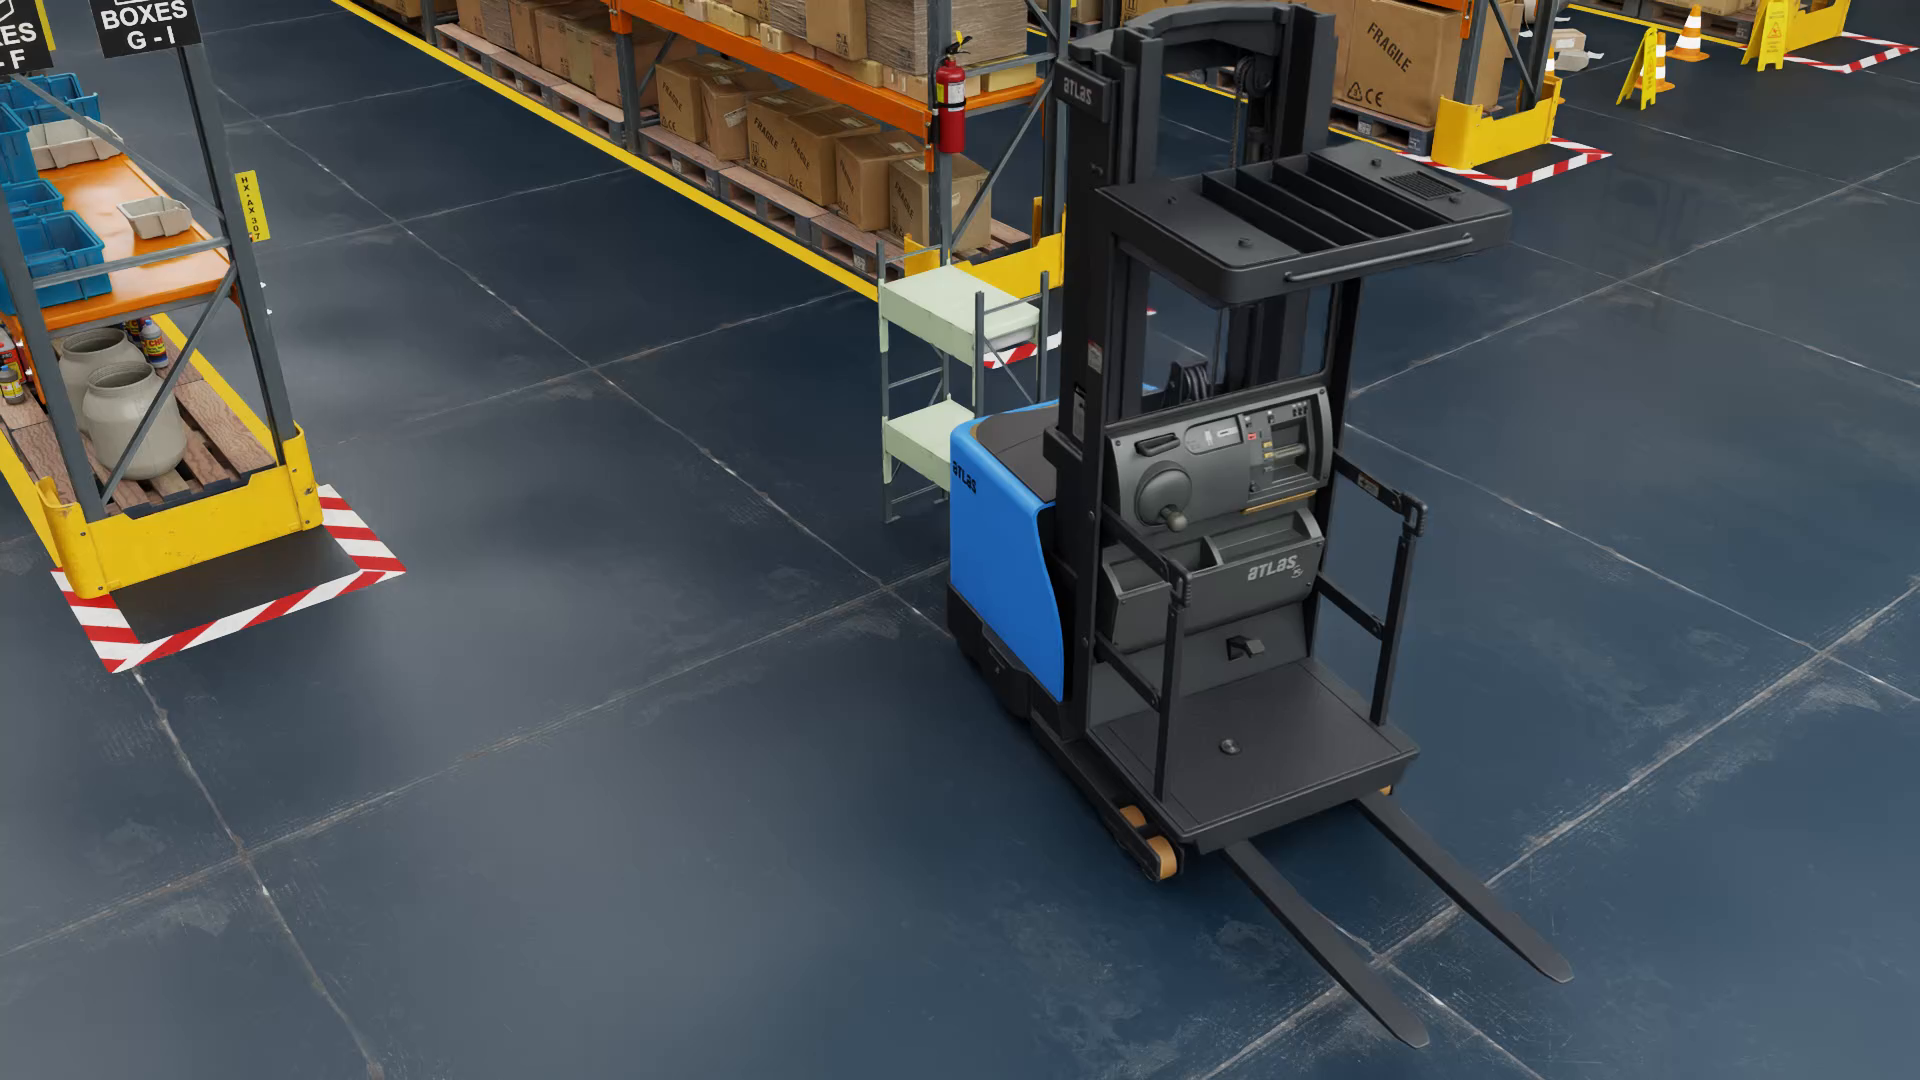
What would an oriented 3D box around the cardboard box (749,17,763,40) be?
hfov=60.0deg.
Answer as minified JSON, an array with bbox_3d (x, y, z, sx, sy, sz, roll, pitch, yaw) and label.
[{"bbox_3d":[-1.200,-3.493,11.268,0.380,0.149,0.250,-22,38,-31],"label":"cardboard box"}]

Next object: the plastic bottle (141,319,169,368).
[{"bbox_3d":[-4.539,-1.111,9.365,0.097,0.271,0.097,0,32,0],"label":"plastic bottle"}]

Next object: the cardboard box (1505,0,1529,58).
[{"bbox_3d":[4.990,-4.888,15.643,0.637,0.503,0.797,6,32,10],"label":"cardboard box"}]

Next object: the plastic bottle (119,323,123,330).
[{"bbox_3d":[-4.935,-1.380,9.798,0.097,0.271,0.097,0,32,0],"label":"plastic bottle"}]

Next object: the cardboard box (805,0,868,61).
[{"bbox_3d":[-0.478,-3.406,10.514,0.875,0.500,0.500,-22,38,-31],"label":"cardboard box"}]

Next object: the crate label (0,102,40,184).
[{"bbox_3d":[-5.016,-1.922,8.467,0.502,0.435,0.616,-22,38,-31],"label":"crate label"}]

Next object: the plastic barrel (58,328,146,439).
[{"bbox_3d":[-4.445,-0.807,8.666,0.421,0.512,0.421,0,32,0],"label":"plastic barrel"}]

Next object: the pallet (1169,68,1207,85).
[{"bbox_3d":[2.171,-4.532,15.347,1.003,0.211,1.213,-22,38,-31],"label":"pallet"}]

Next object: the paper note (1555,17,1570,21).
[{"bbox_3d":[5.999,-5.204,16.599,0.148,0.019,0.142,18,36,27],"label":"paper note"}]

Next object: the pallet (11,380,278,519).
[{"bbox_3d":[-4.251,-0.399,8.693,1.003,0.211,1.213,-22,38,-31],"label":"pallet"}]

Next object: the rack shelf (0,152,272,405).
[{"bbox_3d":[-4.900,-1.755,8.914,1.077,0.370,4.000,-22,38,-31],"label":"rack shelf"}]

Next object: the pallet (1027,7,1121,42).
[{"bbox_3d":[1.233,-5.172,16.377,1.003,0.211,1.213,-22,38,-31],"label":"pallet"}]

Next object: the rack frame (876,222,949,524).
[{"bbox_3d":[-0.220,-0.787,8.095,0.400,1.500,0.023,-22,38,-31],"label":"rack frame"}]

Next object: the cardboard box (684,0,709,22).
[{"bbox_3d":[-1.720,-3.781,11.732,0.380,0.149,0.250,-22,38,-31],"label":"cardboard box"}]

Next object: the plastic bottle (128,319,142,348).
[{"bbox_3d":[-4.749,-1.254,9.595,0.097,0.271,0.097,0,32,0],"label":"plastic bottle"}]

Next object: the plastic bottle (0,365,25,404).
[{"bbox_3d":[-5.146,-0.849,9.009,0.097,0.201,0.097,0,32,0],"label":"plastic bottle"}]

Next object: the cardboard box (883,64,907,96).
[{"bbox_3d":[-0.252,-2.879,10.281,0.380,0.149,0.250,-22,38,-31],"label":"cardboard box"}]

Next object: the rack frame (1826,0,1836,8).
[{"bbox_3d":[8.067,-6.036,15.125,1.000,3.000,0.127,-22,38,-31],"label":"rack frame"}]

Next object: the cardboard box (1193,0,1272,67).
[{"bbox_3d":[2.652,-4.676,14.551,0.875,0.875,0.875,-22,38,-31],"label":"cardboard box"}]

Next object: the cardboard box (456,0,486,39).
[{"bbox_3d":[-4.240,-5.016,15.435,0.700,0.500,0.500,-25,39,-34],"label":"cardboard box"}]

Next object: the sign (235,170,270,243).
[{"bbox_3d":[-3.236,-1.521,7.593,0.100,0.325,0.005,-22,38,-31],"label":"sign"}]

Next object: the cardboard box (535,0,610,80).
[{"bbox_3d":[-3.194,-4.322,14.318,0.700,0.500,0.500,-26,40,-35],"label":"cardboard box"}]

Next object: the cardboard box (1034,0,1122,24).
[{"bbox_3d":[1.314,-5.511,16.015,1.050,0.750,0.750,-22,38,-32],"label":"cardboard box"}]

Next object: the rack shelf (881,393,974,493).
[{"bbox_3d":[0.004,-0.357,8.022,0.431,0.370,0.720,-22,38,-31],"label":"rack shelf"}]

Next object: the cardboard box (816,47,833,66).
[{"bbox_3d":[-0.707,-3.193,10.787,0.380,0.149,0.250,-22,38,-31],"label":"cardboard box"}]

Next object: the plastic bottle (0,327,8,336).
[{"bbox_3d":[-5.364,-1.052,9.266,0.152,0.276,0.135,-23,39,-33],"label":"plastic bottle"}]

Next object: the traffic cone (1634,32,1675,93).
[{"bbox_3d":[6.116,-4.219,14.604,0.336,0.463,0.334,-22,38,-31],"label":"traffic cone"}]

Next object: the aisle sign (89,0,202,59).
[{"bbox_3d":[-3.398,-2.396,6.801,0.394,0.787,0.004,-22,38,-31],"label":"aisle sign"}]

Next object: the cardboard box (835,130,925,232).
[{"bbox_3d":[-0.524,-2.450,11.322,0.500,0.500,0.500,-12,34,-19],"label":"cardboard box"}]

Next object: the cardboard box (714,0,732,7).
[{"bbox_3d":[-1.322,-4.062,11.571,0.875,0.500,0.500,-22,38,-31],"label":"cardboard box"}]

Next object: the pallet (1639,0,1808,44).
[{"bbox_3d":[7.550,-5.233,16.475,1.003,0.211,1.213,-22,38,-31],"label":"pallet"}]

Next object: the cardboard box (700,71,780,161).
[{"bbox_3d":[-1.643,-3.197,12.526,0.500,0.500,0.500,-11,33,-16],"label":"cardboard box"}]

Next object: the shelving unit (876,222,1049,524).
[{"bbox_3d":[0.004,-0.634,7.850,0.431,1.500,0.755,-22,38,-31],"label":"shelving unit"}]

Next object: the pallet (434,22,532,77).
[{"bbox_3d":[-4.189,-4.653,15.541,1.003,0.211,1.213,-22,38,-31],"label":"pallet"}]

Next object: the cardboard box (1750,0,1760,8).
[{"bbox_3d":[7.791,-5.472,16.425,0.500,0.250,0.500,-23,38,-32],"label":"cardboard box"}]

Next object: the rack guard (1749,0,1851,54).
[{"bbox_3d":[8.021,-5.005,15.835,1.175,0.500,0.348,-22,38,-31],"label":"rack guard"}]

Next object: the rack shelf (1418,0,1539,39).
[{"bbox_3d":[2.993,-4.920,14.010,1.077,0.370,4.000,-22,38,-31],"label":"rack shelf"}]

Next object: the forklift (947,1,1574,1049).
[{"bbox_3d":[1.054,-0.243,5.863,1.130,2.935,3.031,-15,35,-23],"label":"forklift"}]

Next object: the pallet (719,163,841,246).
[{"bbox_3d":[-1.022,-2.535,12.131,1.003,0.211,1.213,-22,38,-31],"label":"pallet"}]

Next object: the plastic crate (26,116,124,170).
[{"bbox_3d":[-4.930,-2.187,9.178,0.530,0.136,0.437,-22,38,-31],"label":"plastic crate"}]

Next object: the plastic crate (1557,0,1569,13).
[{"bbox_3d":[5.929,-5.543,17.099,0.583,0.080,0.402,18,36,27],"label":"plastic crate"}]

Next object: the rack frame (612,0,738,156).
[{"bbox_3d":[-2.214,-4.496,12.647,1.000,3.000,0.127,-22,38,-31],"label":"rack frame"}]
